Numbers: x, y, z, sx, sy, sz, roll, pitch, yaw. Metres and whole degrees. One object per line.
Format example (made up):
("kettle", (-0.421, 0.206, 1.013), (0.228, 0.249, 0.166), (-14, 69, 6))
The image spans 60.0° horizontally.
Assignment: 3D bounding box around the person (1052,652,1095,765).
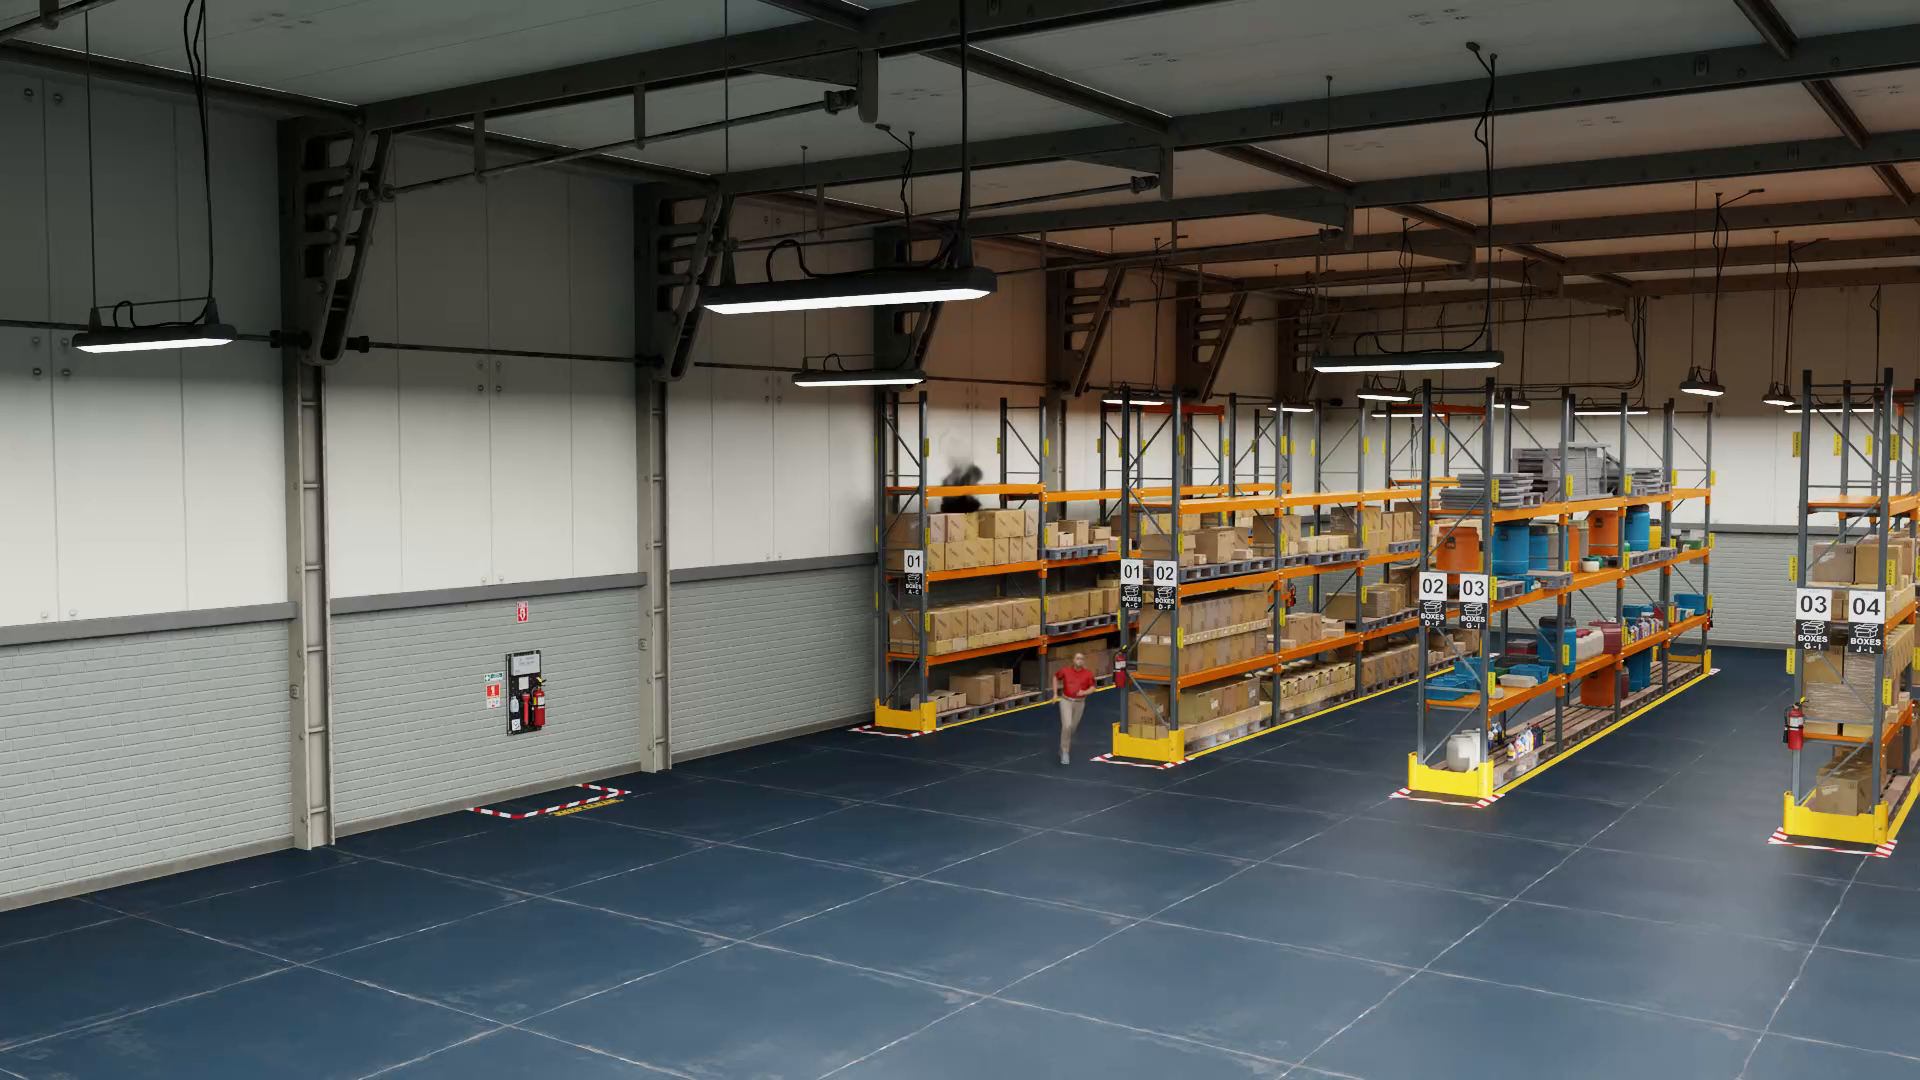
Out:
("person", (1.838, 2.670, 26.628), (0.663, 1.729, 0.813), (0, 3, -8))
